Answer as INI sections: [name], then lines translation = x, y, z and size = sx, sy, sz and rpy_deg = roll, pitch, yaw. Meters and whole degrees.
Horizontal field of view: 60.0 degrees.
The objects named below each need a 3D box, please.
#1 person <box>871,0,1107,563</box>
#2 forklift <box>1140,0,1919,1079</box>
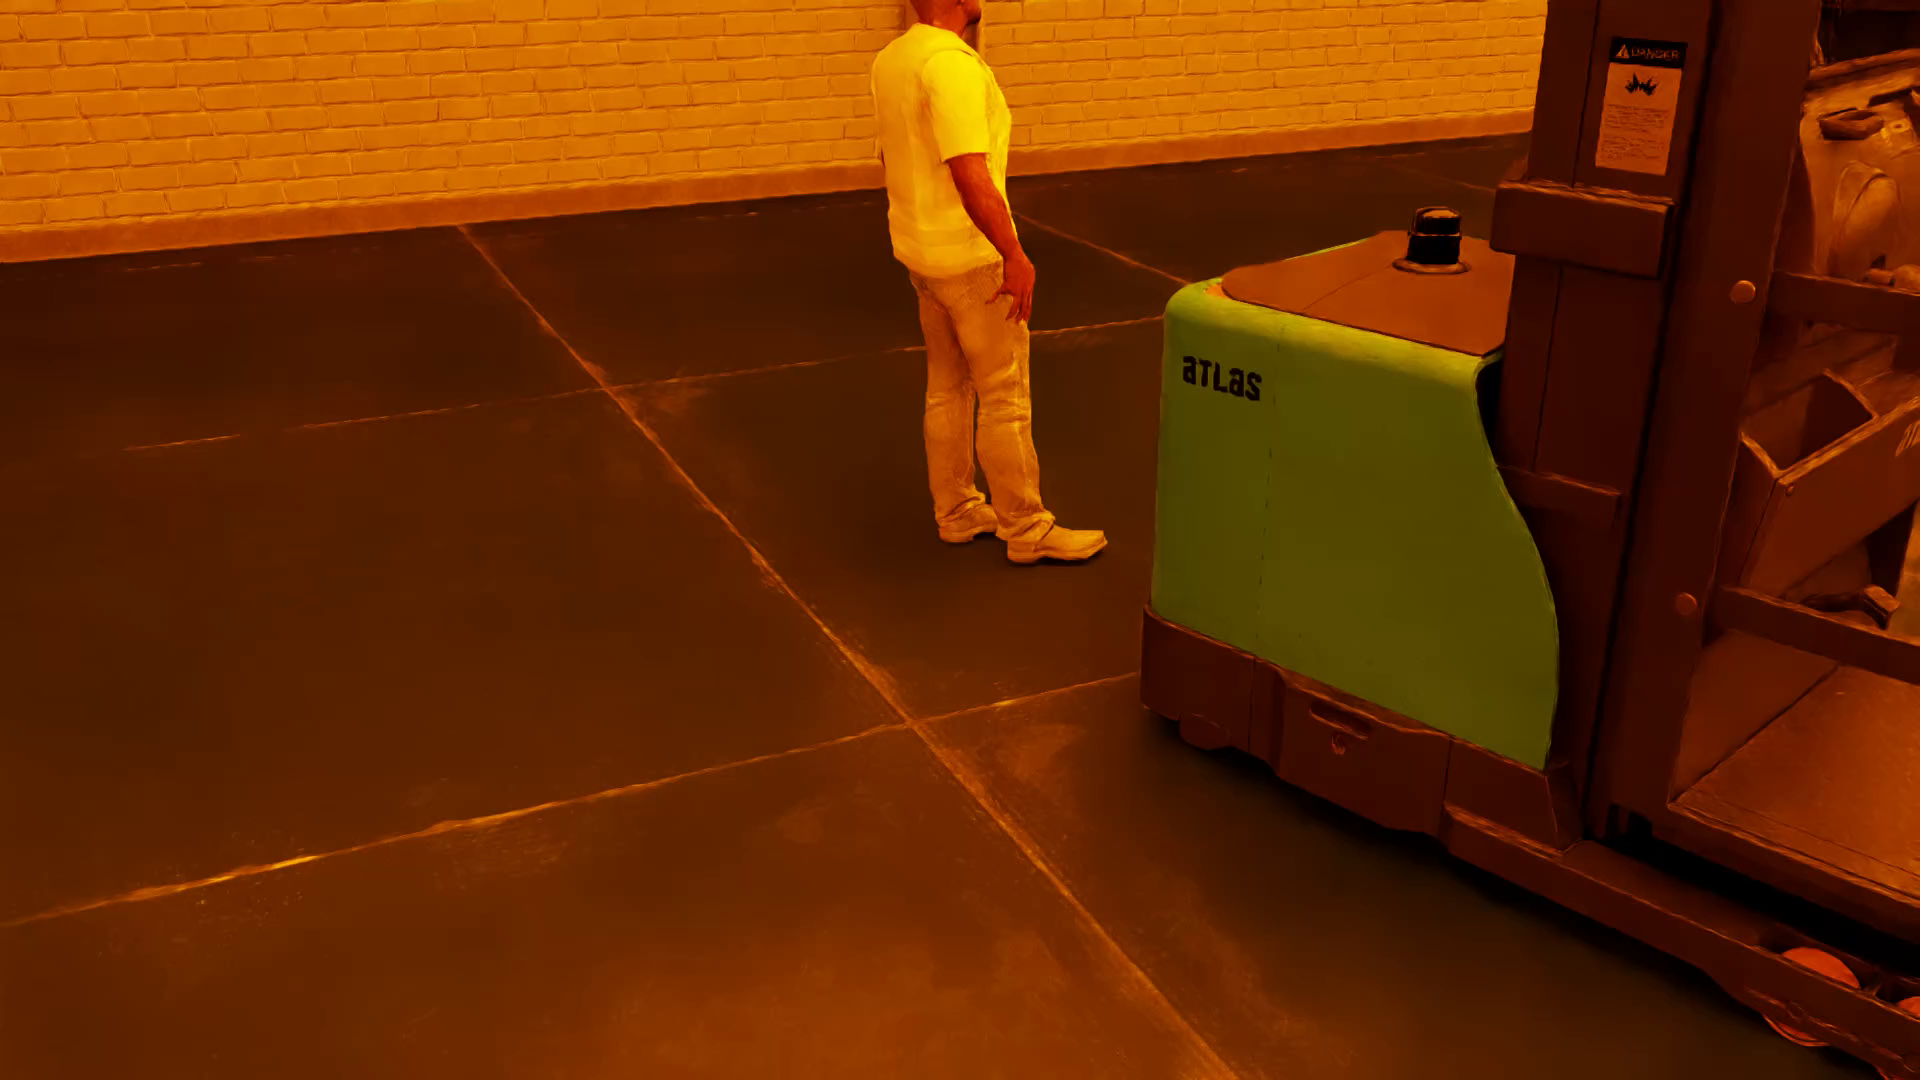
[person]
translation = 0.065, -0.829, 4.789
size = 0.576, 1.760, 0.665
rpy_deg = -10, 25, -23
[forklift]
translation = 1.811, -0.627, 2.795
size = 1.130, 2.935, 3.031
rpy_deg = -20, 30, -39
